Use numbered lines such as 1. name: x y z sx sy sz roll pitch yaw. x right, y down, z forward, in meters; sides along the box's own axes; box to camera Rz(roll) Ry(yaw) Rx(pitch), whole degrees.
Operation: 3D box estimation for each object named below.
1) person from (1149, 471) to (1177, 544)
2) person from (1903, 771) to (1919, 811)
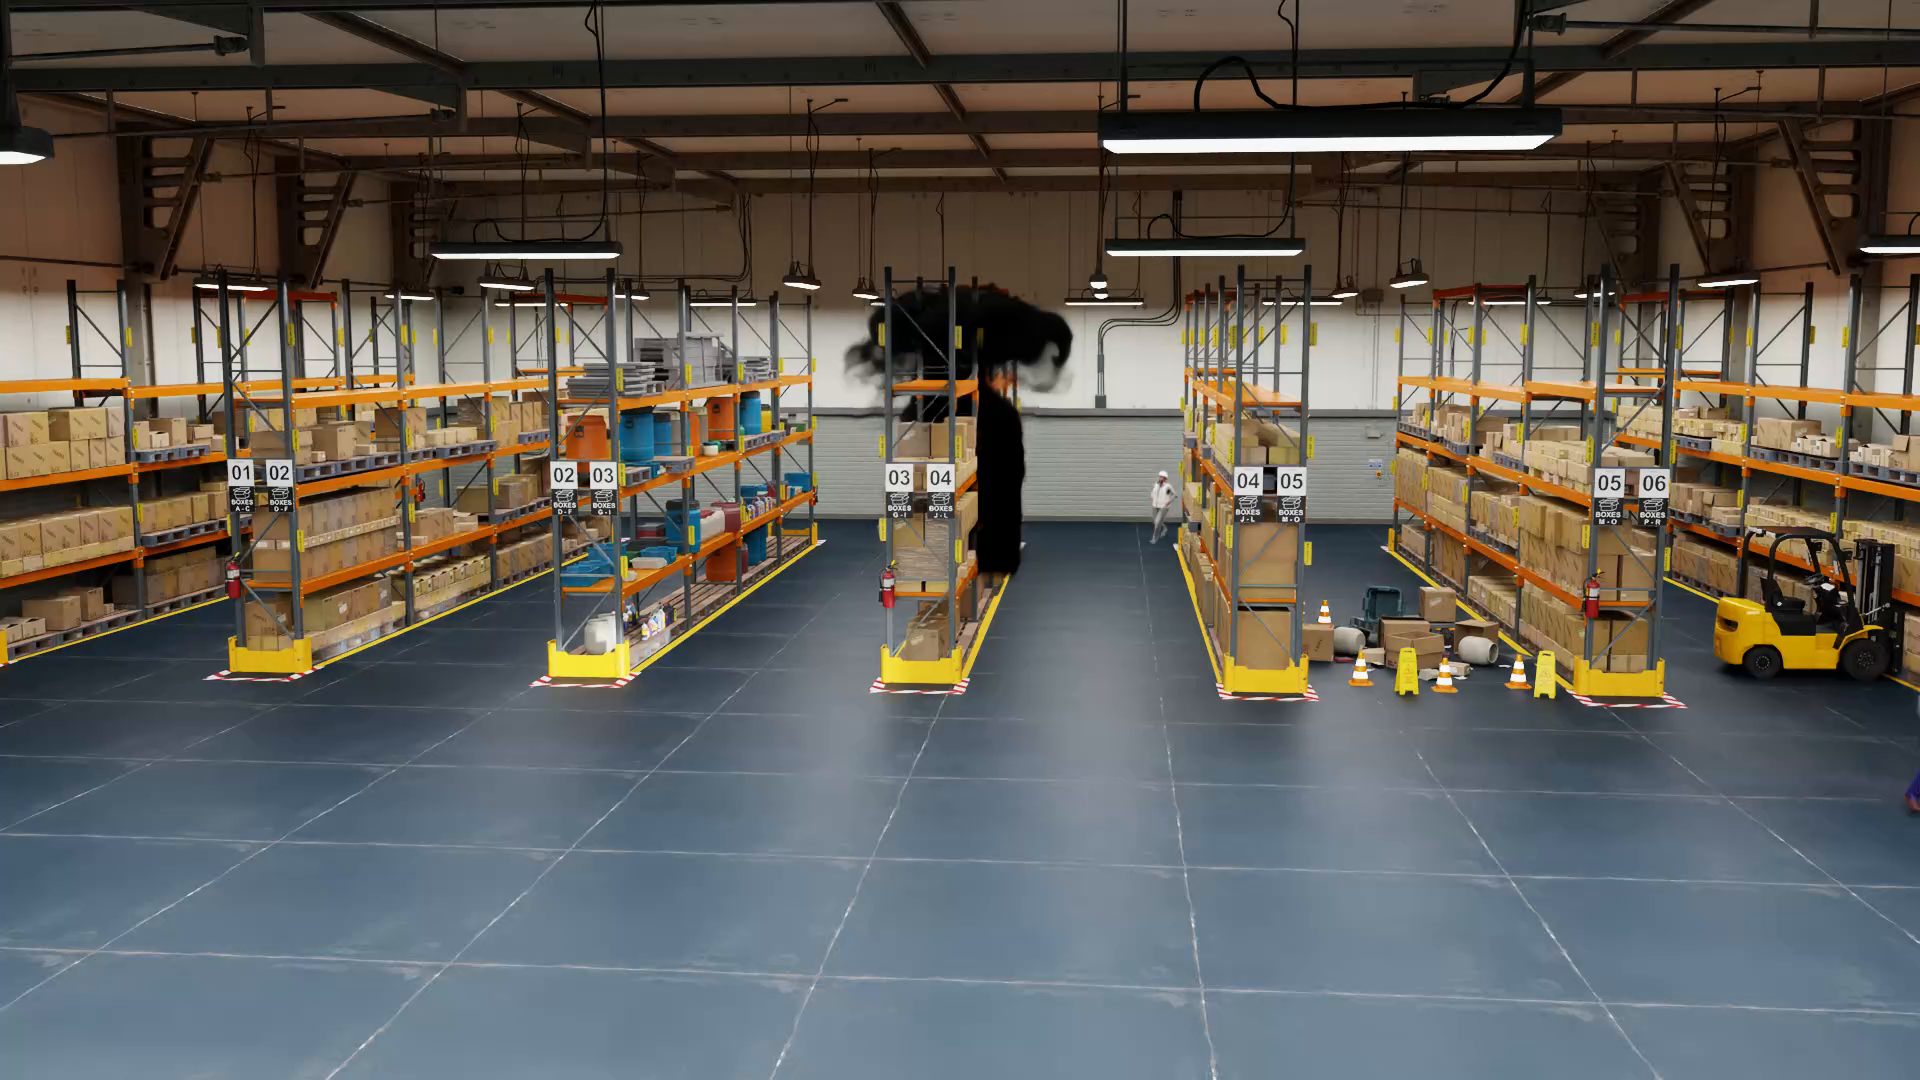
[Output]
1. person: 4.962 -0.809 40.737 0.670 1.765 0.841 6 9 42
2. person: 10.209 2.123 17.244 0.626 1.676 0.831 -3 7 -21
